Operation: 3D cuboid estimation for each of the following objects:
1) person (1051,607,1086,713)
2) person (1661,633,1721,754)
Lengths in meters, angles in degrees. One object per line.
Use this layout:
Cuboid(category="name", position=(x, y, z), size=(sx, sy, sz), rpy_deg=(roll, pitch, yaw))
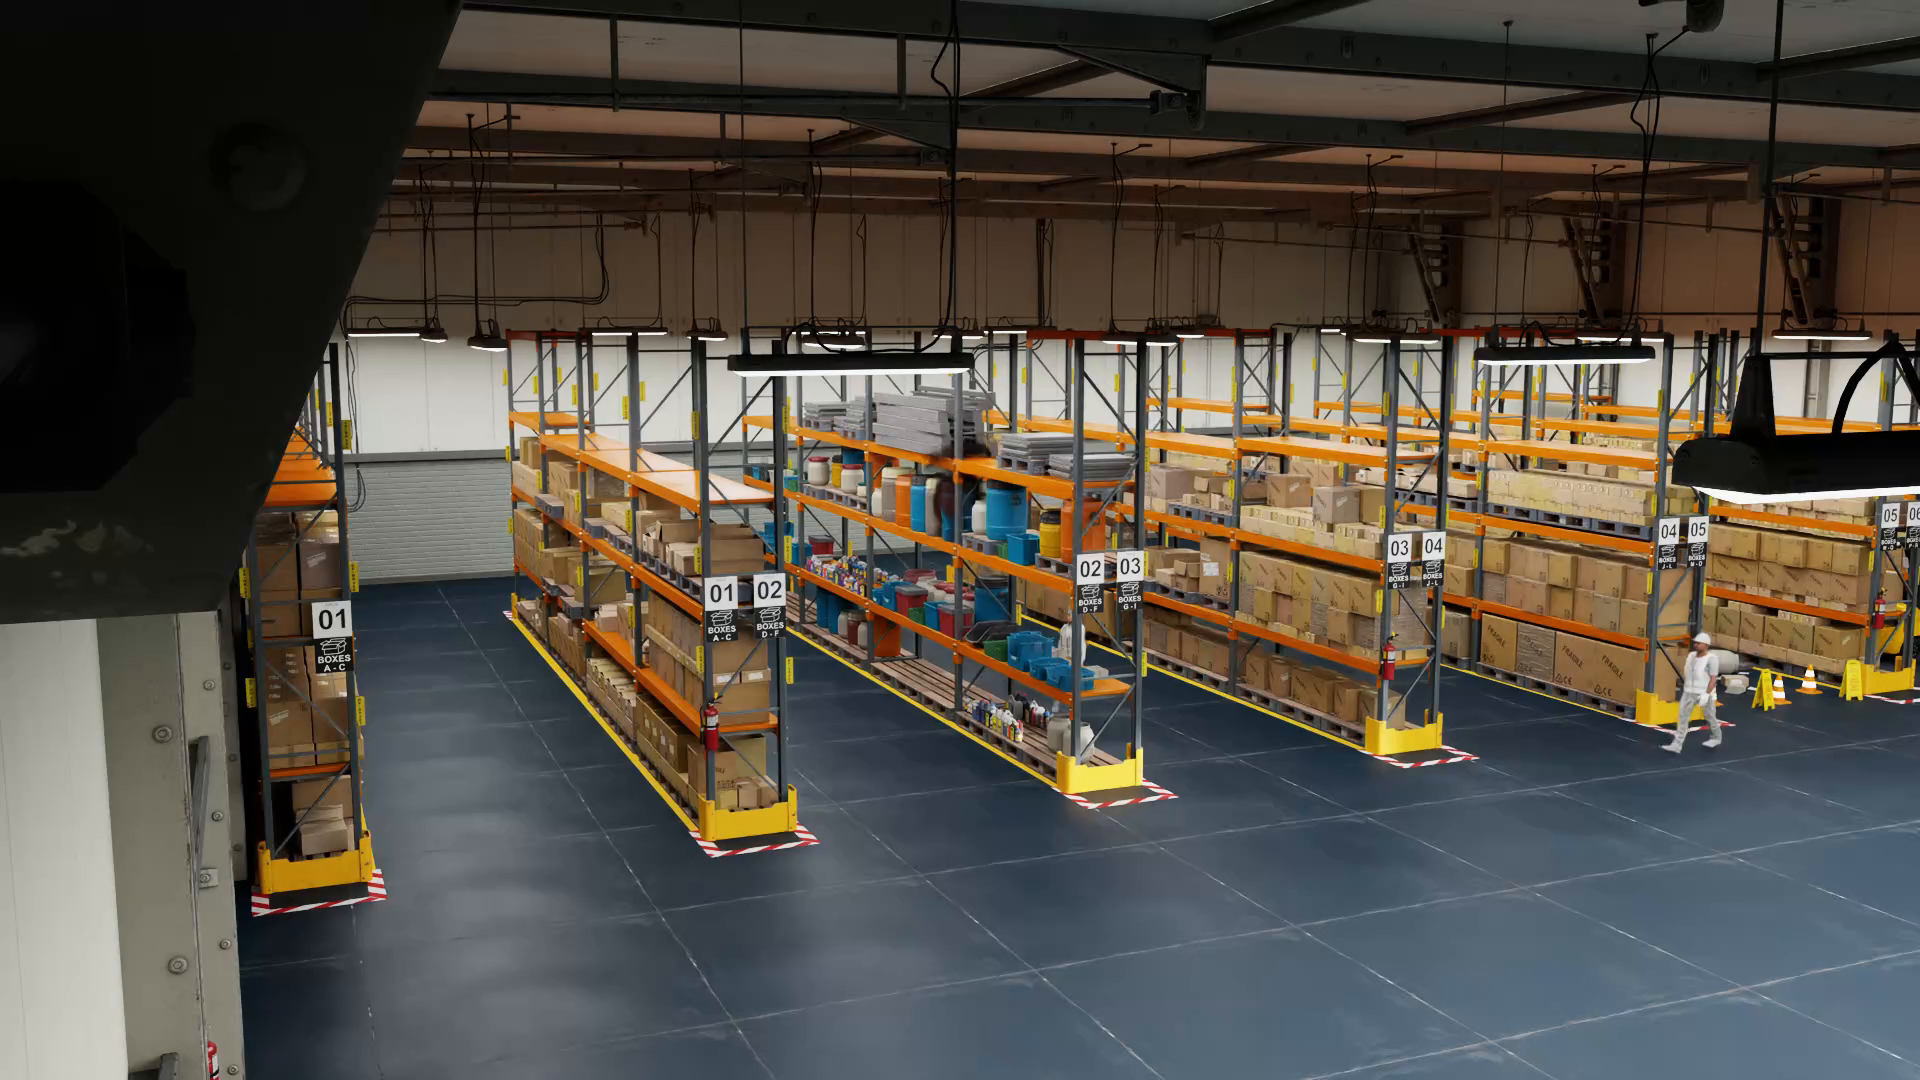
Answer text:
Cuboid(category="person", position=(1.728, 1.903, 26.453), size=(0.511, 1.703, 0.535), rpy_deg=(4, 9, 29))
Cuboid(category="person", position=(10.646, 2.210, 23.984), size=(1.050, 1.740, 0.535), rpy_deg=(-7, 10, -41))
